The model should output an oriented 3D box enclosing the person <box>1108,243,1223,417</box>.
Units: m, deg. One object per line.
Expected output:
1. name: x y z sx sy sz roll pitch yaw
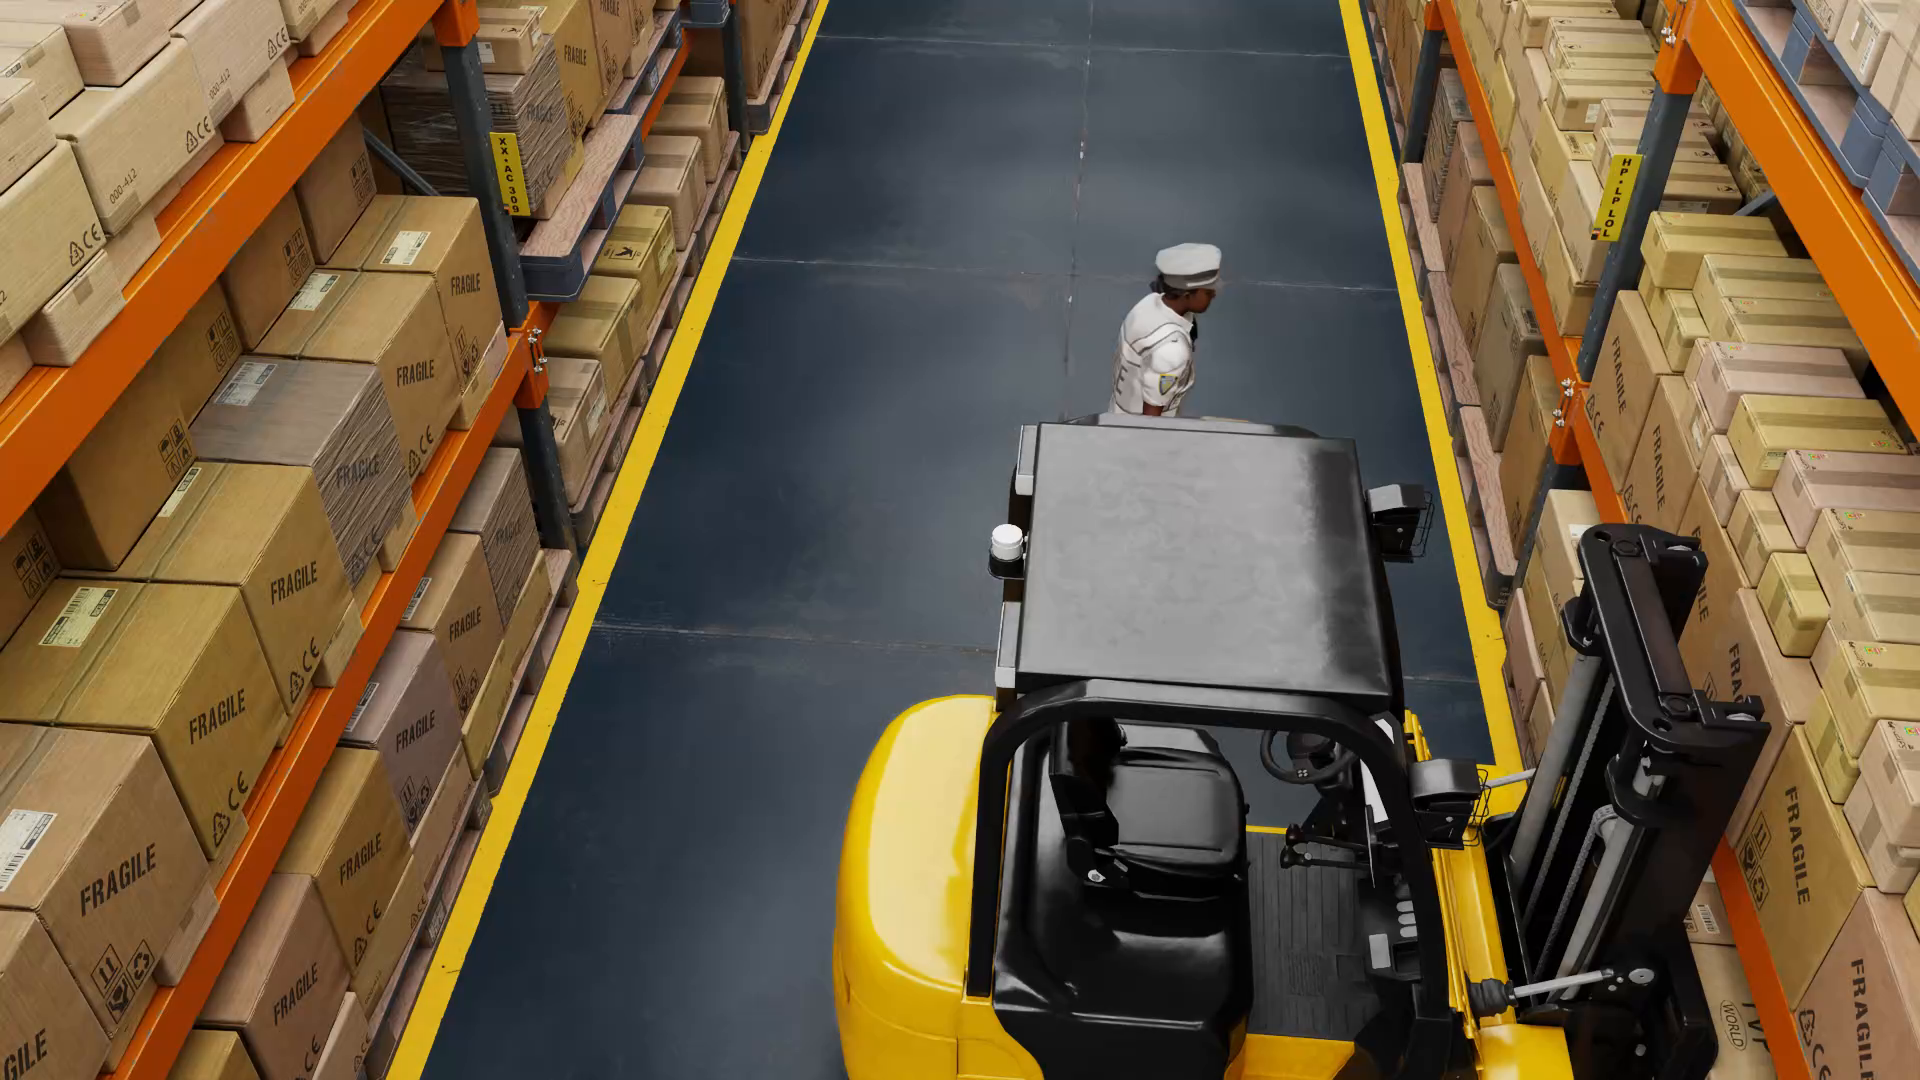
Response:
1. person: 0.801 -0.409 6.642 0.426 1.656 0.512 2 40 2
